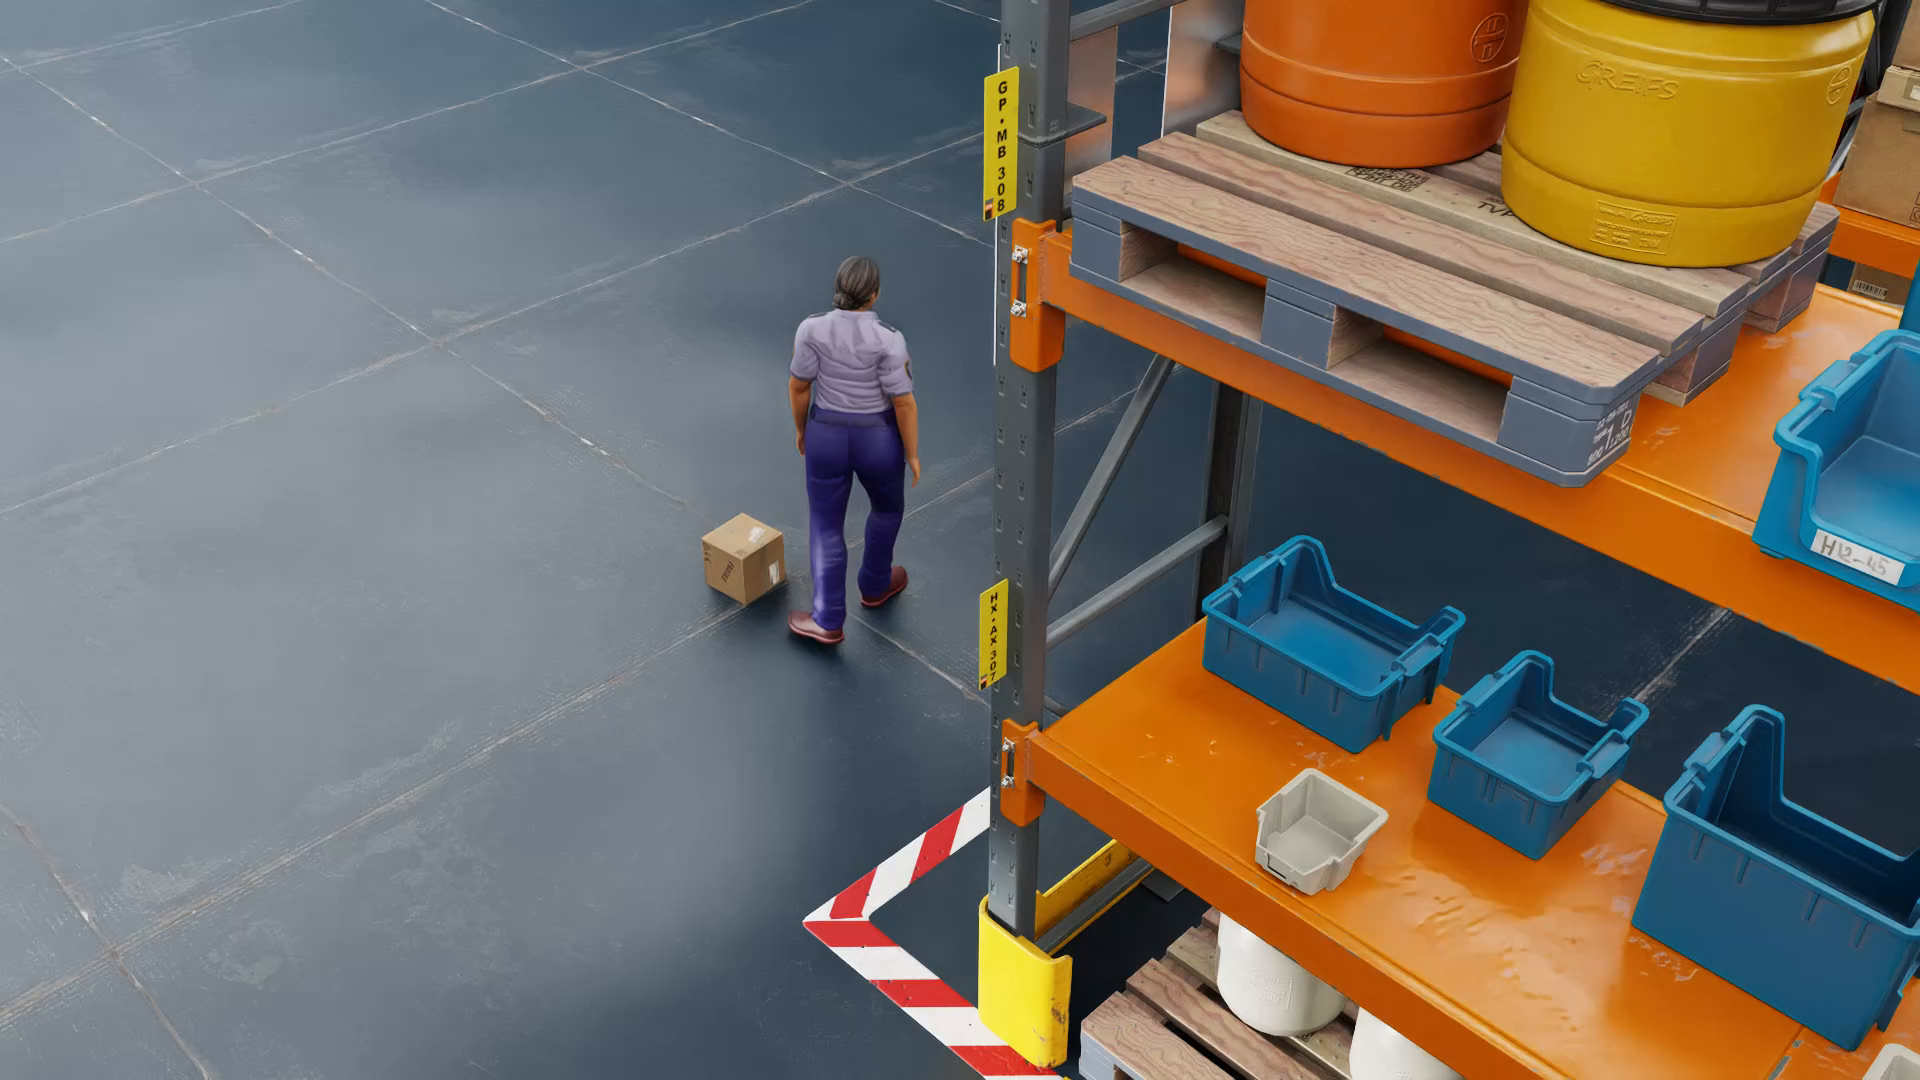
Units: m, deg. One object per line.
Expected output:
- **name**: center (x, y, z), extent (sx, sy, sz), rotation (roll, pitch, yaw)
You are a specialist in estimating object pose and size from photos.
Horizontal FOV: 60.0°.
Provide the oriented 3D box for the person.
- **person**: center (-0.434, -0.354, 6.661), extent (0.554, 1.636, 0.598), rotation (4, 36, 6)
